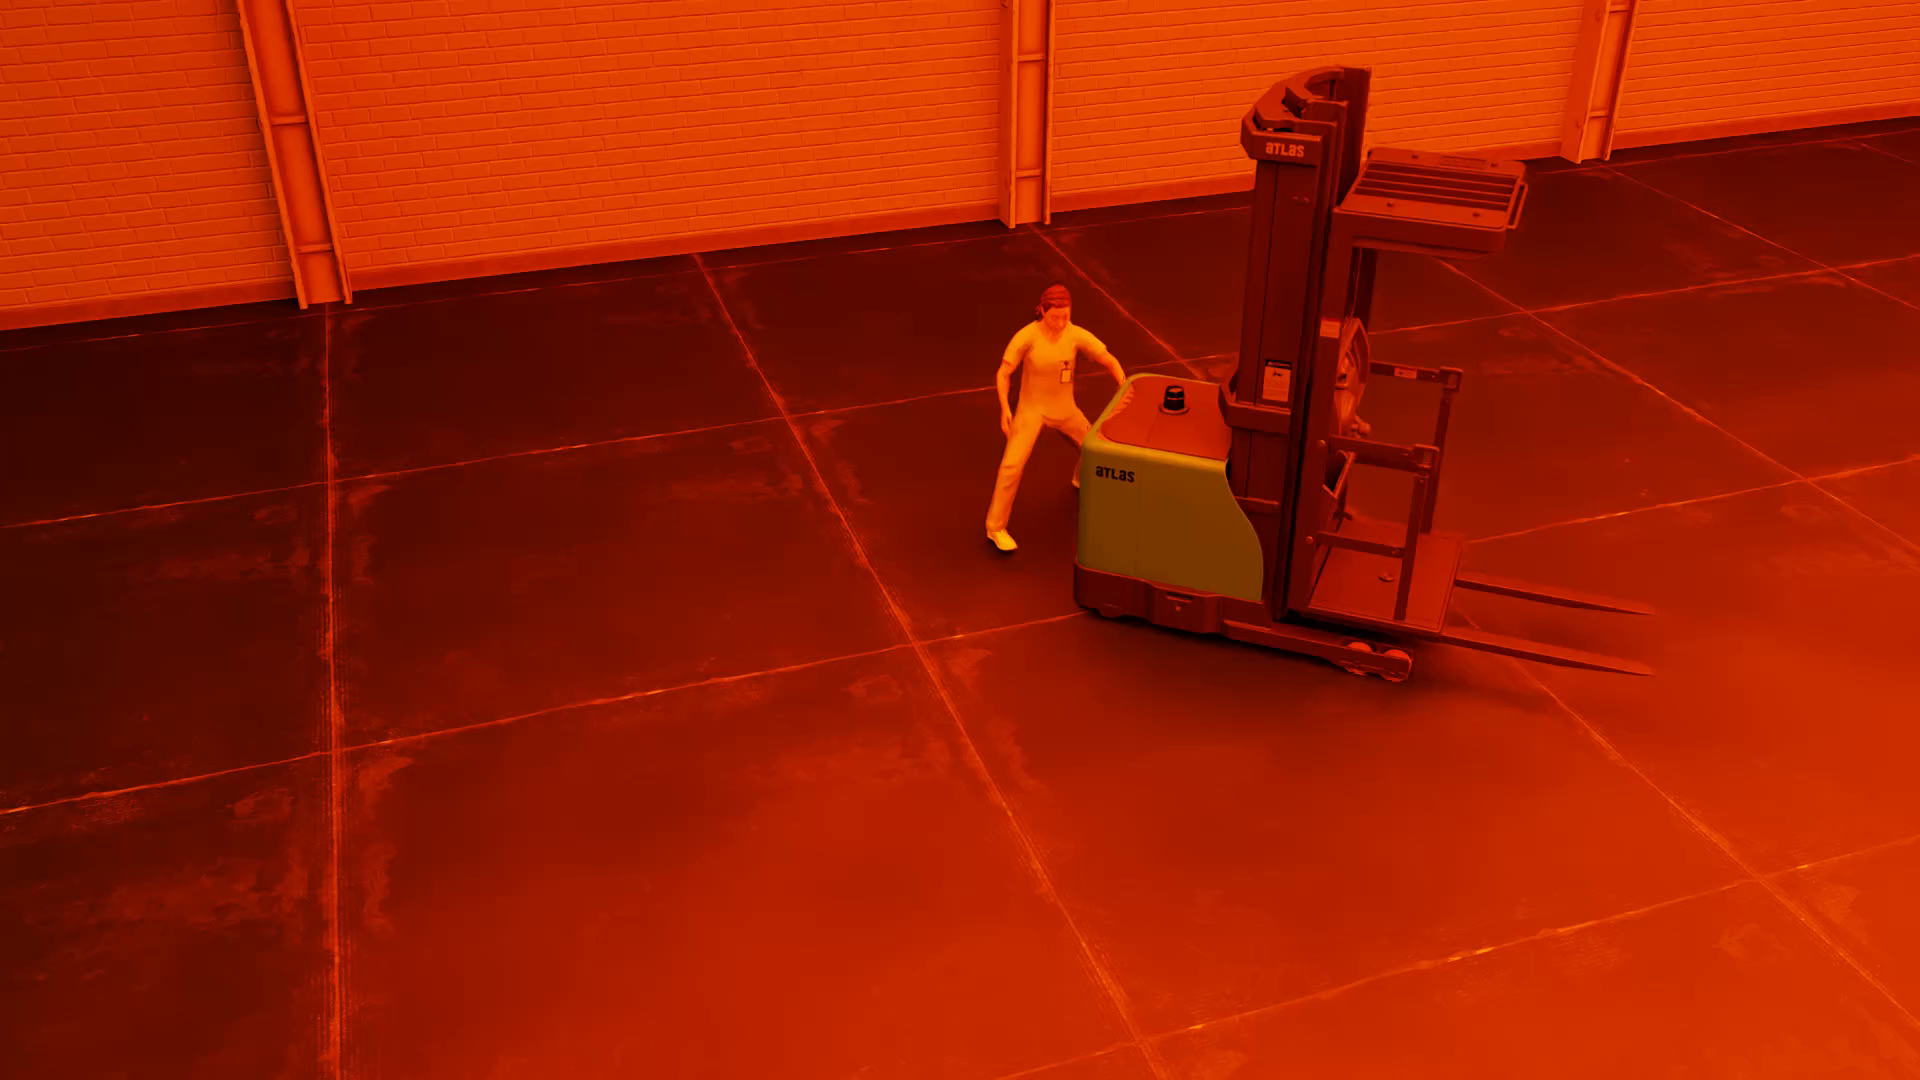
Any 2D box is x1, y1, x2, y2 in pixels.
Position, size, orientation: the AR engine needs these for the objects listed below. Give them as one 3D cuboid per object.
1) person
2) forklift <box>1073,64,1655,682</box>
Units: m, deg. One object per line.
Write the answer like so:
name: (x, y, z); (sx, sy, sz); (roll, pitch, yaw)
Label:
person: (0.578, -0.761, 9.887); (0.939, 1.538, 0.880); (-4, 30, -8)
forklift: (2.203, -0.827, 8.523); (3.031, 2.935, 1.130); (11, 32, 18)
